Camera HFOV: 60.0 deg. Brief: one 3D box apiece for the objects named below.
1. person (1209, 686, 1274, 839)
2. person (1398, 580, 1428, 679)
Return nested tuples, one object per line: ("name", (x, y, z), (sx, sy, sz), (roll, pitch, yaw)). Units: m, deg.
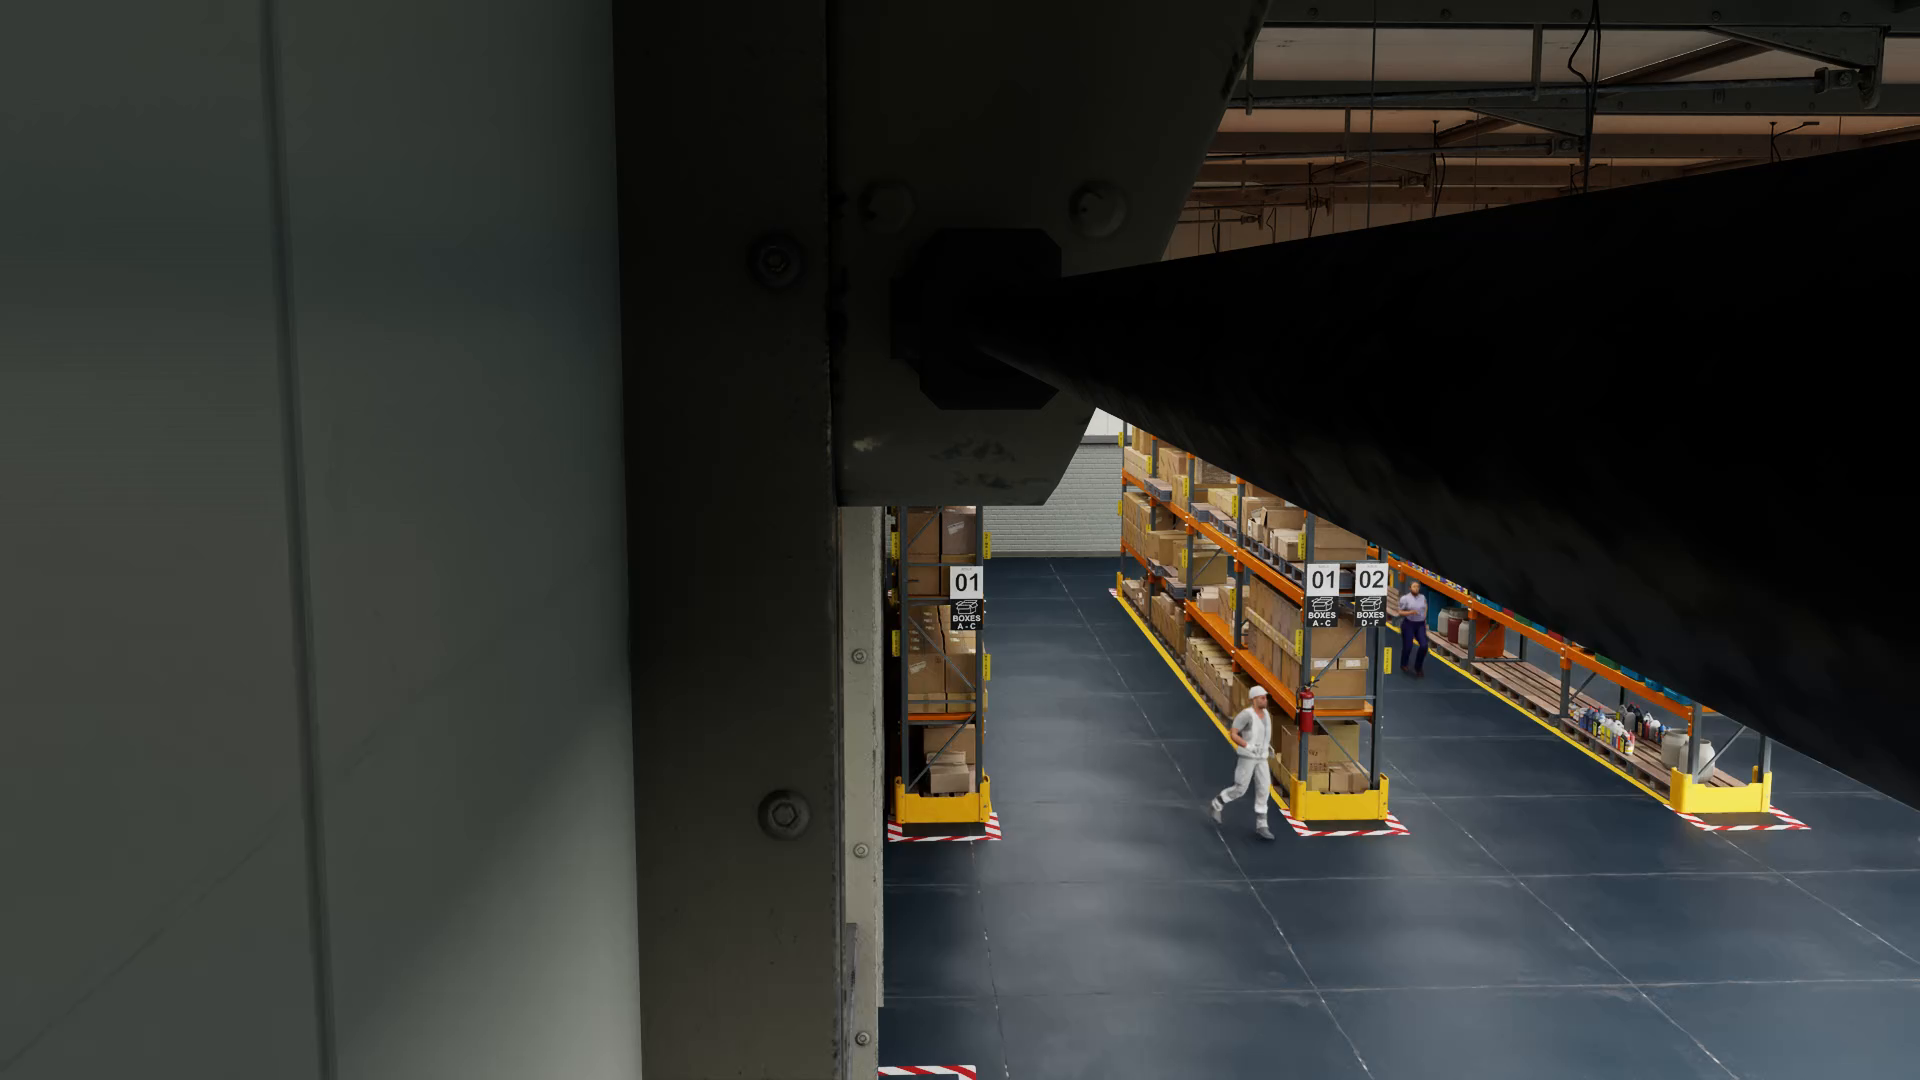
("person", (3.564, 2.634, 20.079), (0.717, 1.749, 0.986), (-6, 10, -35))
("person", (7.779, 1.536, 28.486), (0.582, 1.695, 0.680), (-1, 8, -4))
